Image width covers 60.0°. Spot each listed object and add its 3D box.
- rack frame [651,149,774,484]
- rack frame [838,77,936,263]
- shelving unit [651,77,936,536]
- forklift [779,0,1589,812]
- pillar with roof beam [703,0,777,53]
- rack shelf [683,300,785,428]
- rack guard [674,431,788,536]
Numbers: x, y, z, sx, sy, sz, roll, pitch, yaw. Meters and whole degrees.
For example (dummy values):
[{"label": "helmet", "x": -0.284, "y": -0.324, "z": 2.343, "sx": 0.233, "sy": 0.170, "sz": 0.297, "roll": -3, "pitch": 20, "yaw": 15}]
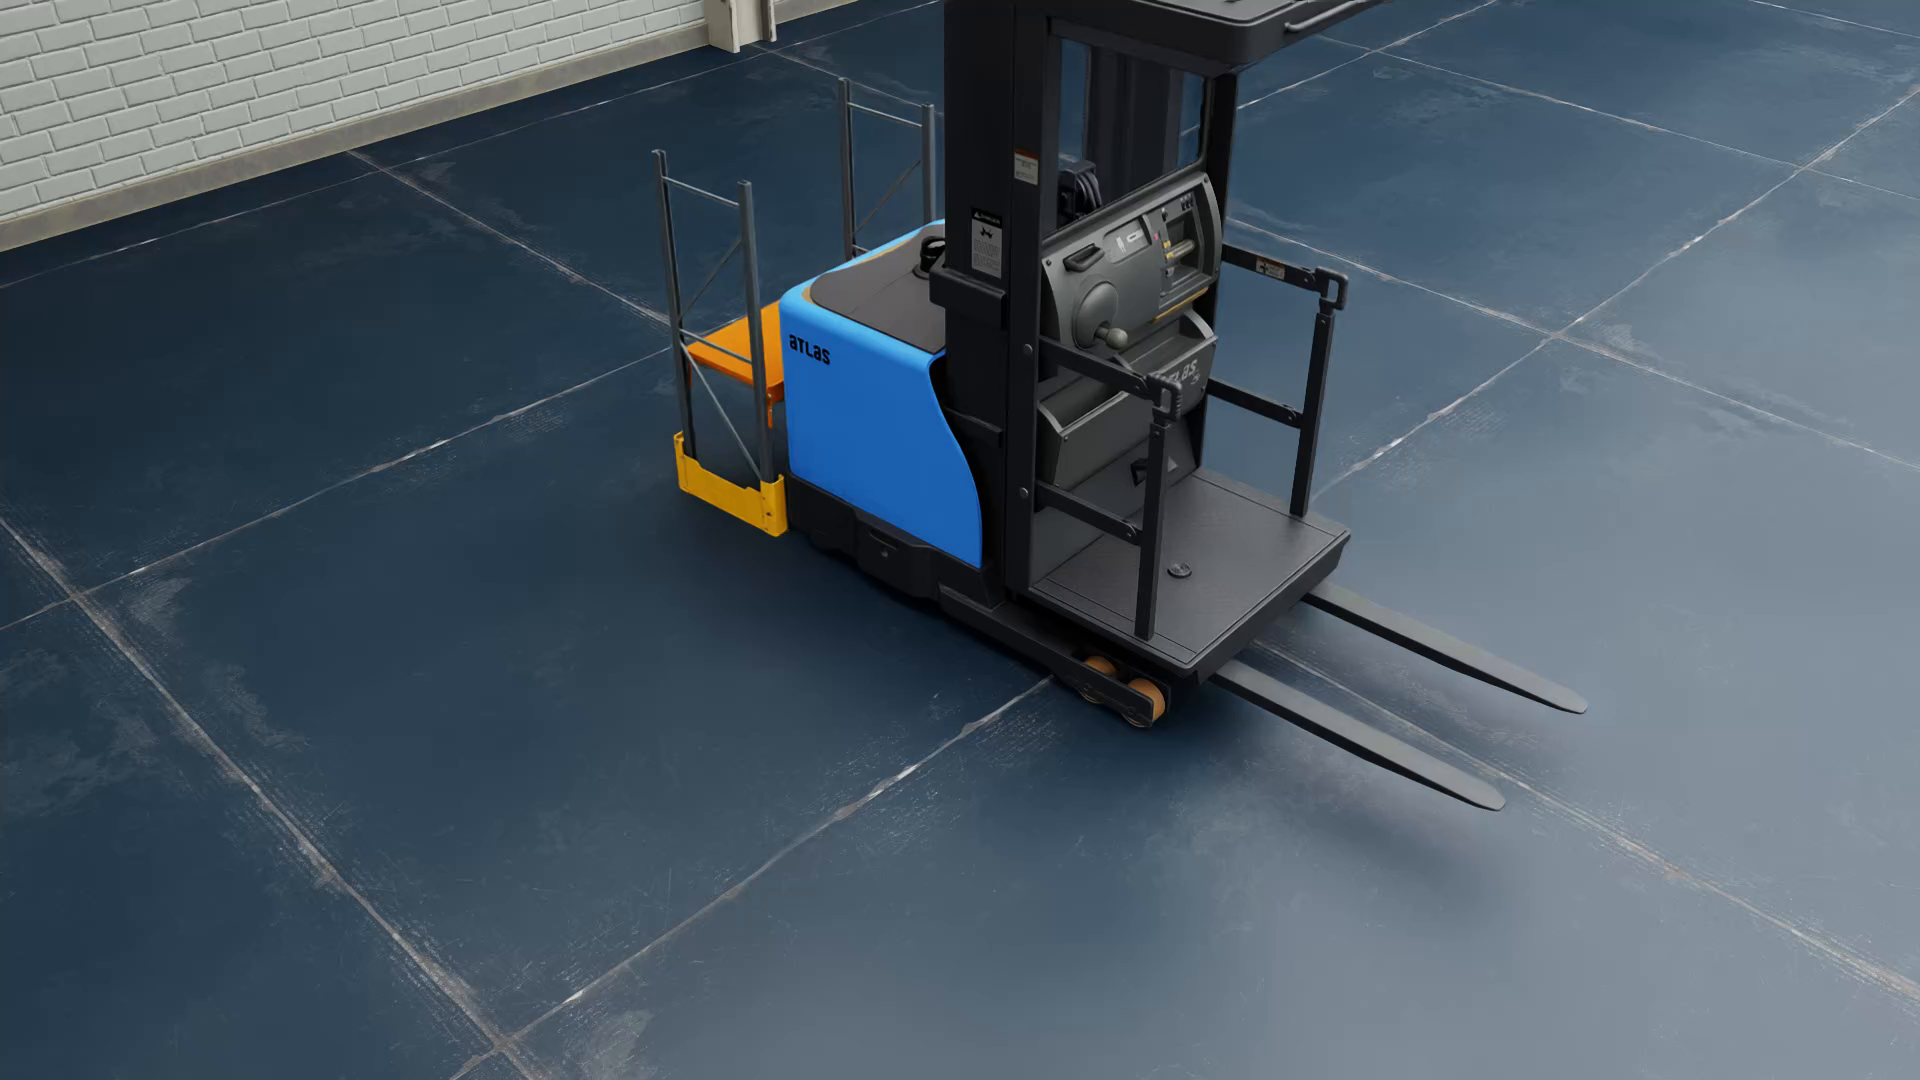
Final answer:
[{"label": "rack frame", "x": -0.951, "y": -0.751, "z": 6.515, "sx": 0.500, "sy": 1.500, "sz": 0.032, "roll": 25, "pitch": 42, "yaw": 32}, {"label": "rack frame", "x": -0.303, "y": -1.199, "z": 7.158, "sx": 0.500, "sy": 1.500, "sz": 0.032, "roll": 25, "pitch": 42, "yaw": 32}, {"label": "shelving unit", "x": -0.632, "y": -0.971, "z": 6.831, "sx": 0.587, "sy": 1.500, "sz": 1.083, "roll": 25, "pitch": 42, "yaw": 32}, {"label": "forklift", "x": 0.748, "y": -0.891, "z": 5.466, "sx": 3.031, "sy": 2.935, "sz": 1.130, "roll": 26, "pitch": 43, "yaw": 33}, {"label": "pillar with roof beam", "x": 1.503, "y": -5.505, "z": 6.777, "sx": 9.100, "sy": 9.000, "sz": 0.400, "roll": 30, "pitch": 45, "yaw": 35}, {"label": "rack shelf", "x": -0.627, "y": -0.827, "z": 6.940, "sx": 0.538, "sy": 0.185, "sz": 1.000, "roll": 25, "pitch": 42, "yaw": 32}, {"label": "rack guard", "x": -0.950, "y": -0.239, "z": 6.874, "sx": 0.587, "sy": 0.250, "sz": 0.087, "roll": 25, "pitch": 42, "yaw": 32}]
